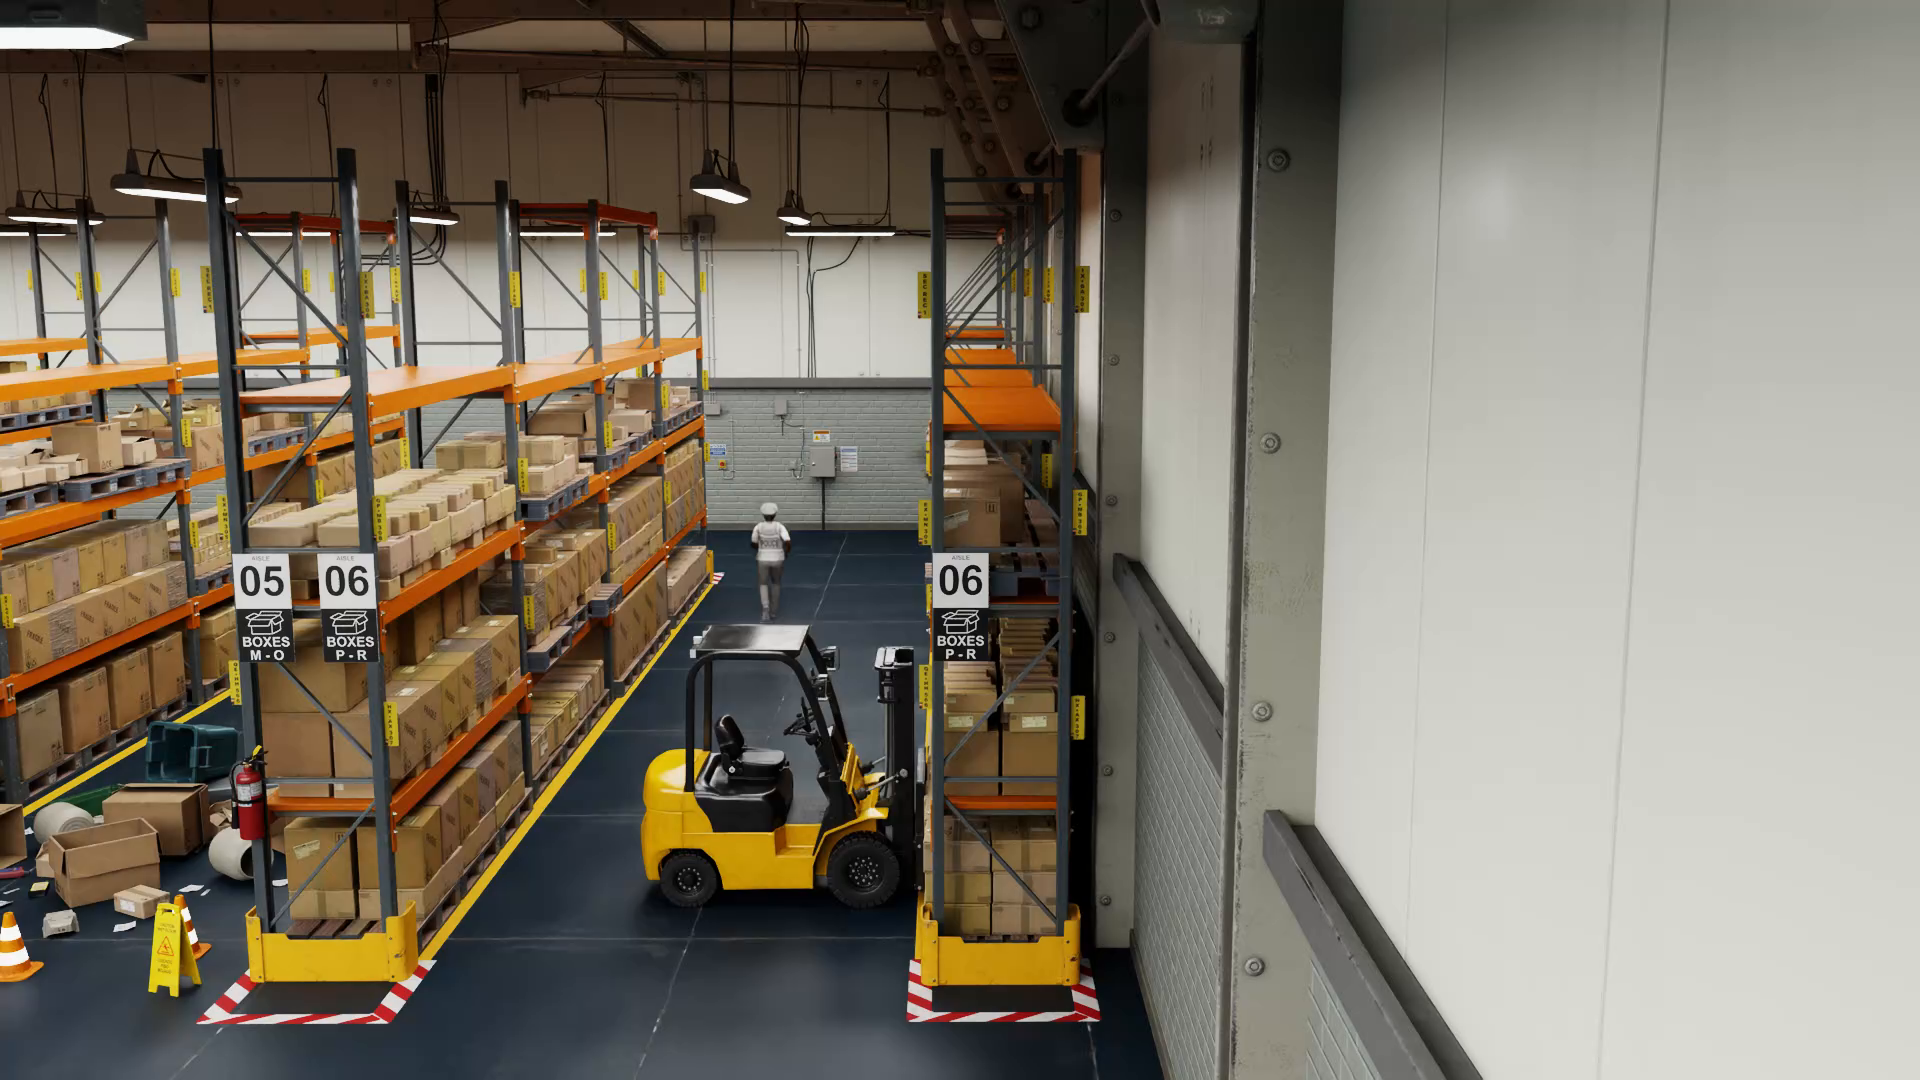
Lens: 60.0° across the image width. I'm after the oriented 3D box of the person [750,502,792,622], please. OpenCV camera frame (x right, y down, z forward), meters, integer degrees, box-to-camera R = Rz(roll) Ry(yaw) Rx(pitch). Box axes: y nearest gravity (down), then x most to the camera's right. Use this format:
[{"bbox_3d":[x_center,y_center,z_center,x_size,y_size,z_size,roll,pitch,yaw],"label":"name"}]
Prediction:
[{"bbox_3d":[-2.673,0.300,23.540,0.584,1.672,0.657,-1,9,-6],"label":"person"}]
